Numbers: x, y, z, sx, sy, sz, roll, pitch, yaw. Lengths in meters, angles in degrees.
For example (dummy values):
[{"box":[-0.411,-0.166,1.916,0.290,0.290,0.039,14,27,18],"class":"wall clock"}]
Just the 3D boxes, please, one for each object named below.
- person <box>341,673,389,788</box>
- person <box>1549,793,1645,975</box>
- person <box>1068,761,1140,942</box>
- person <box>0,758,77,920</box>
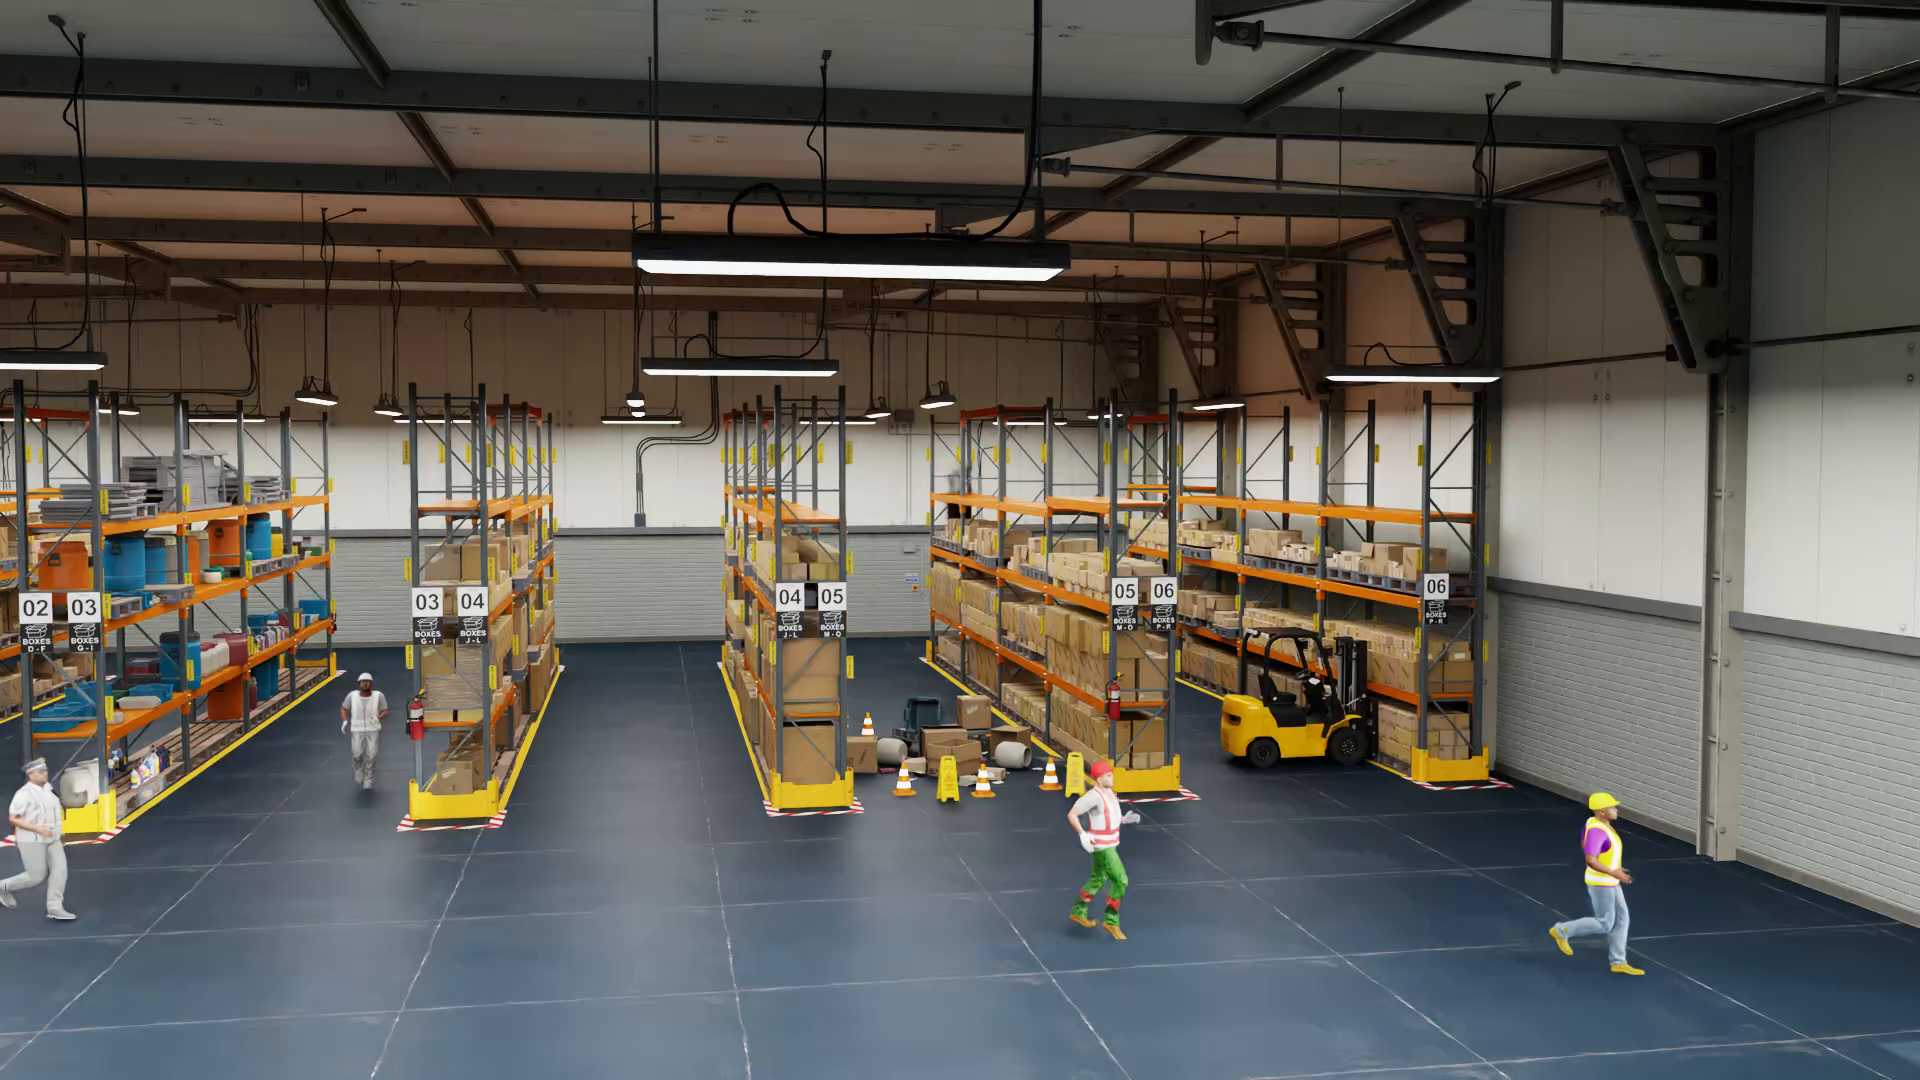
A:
[{"box":[-8.905,2.864,24.879,0.670,1.739,0.588,-1,3,-20],"class":"person"},{"box":[6.196,3.319,16.137,0.868,1.750,0.697,2,3,28],"class":"person"},{"box":[1.491,3.228,17.306,0.774,1.846,0.643,1,3,22],"class":"person"},{"box":[-9.969,3.224,17.947,0.863,1.769,0.664,0,3,9],"class":"person"}]
